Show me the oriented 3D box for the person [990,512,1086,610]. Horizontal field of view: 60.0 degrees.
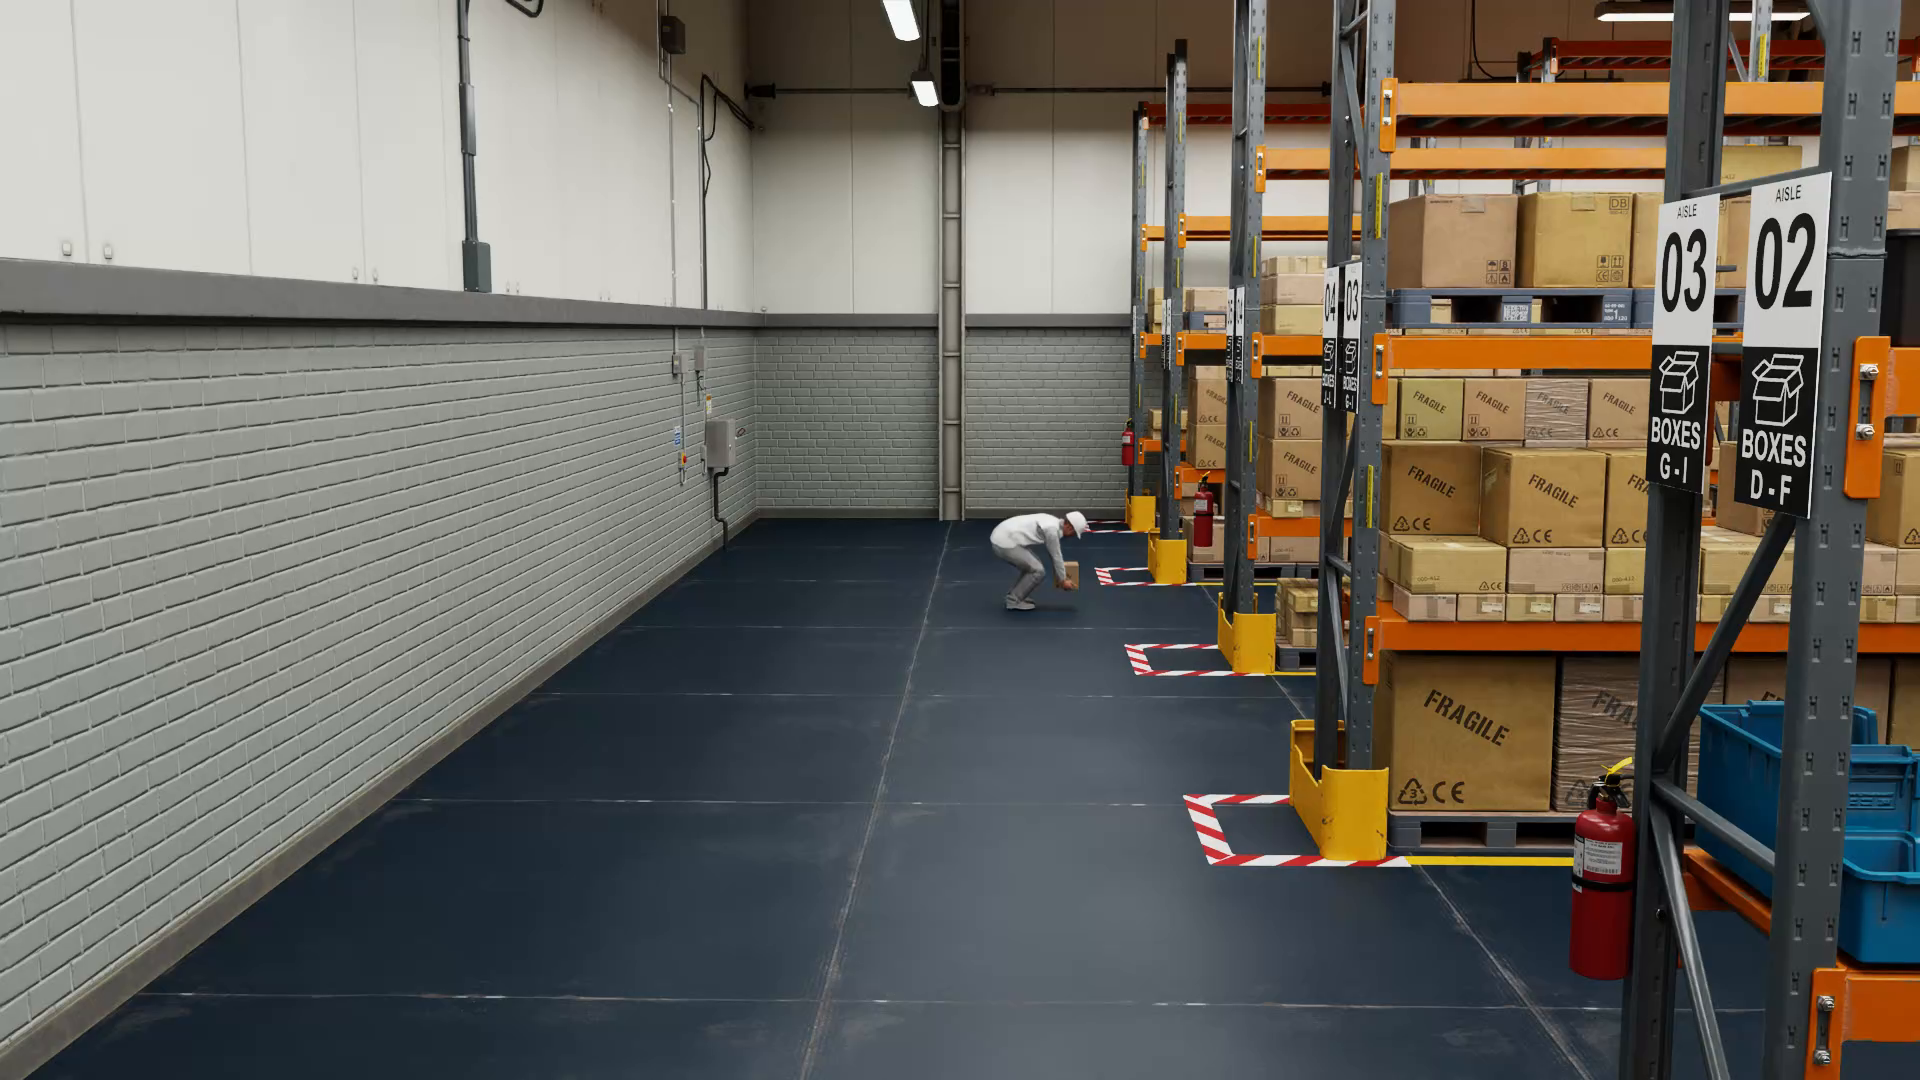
[{"bbox_3d":[0.805,0.206,17.160,0.989,0.992,0.519,0,7,-1],"label":"person"}]
